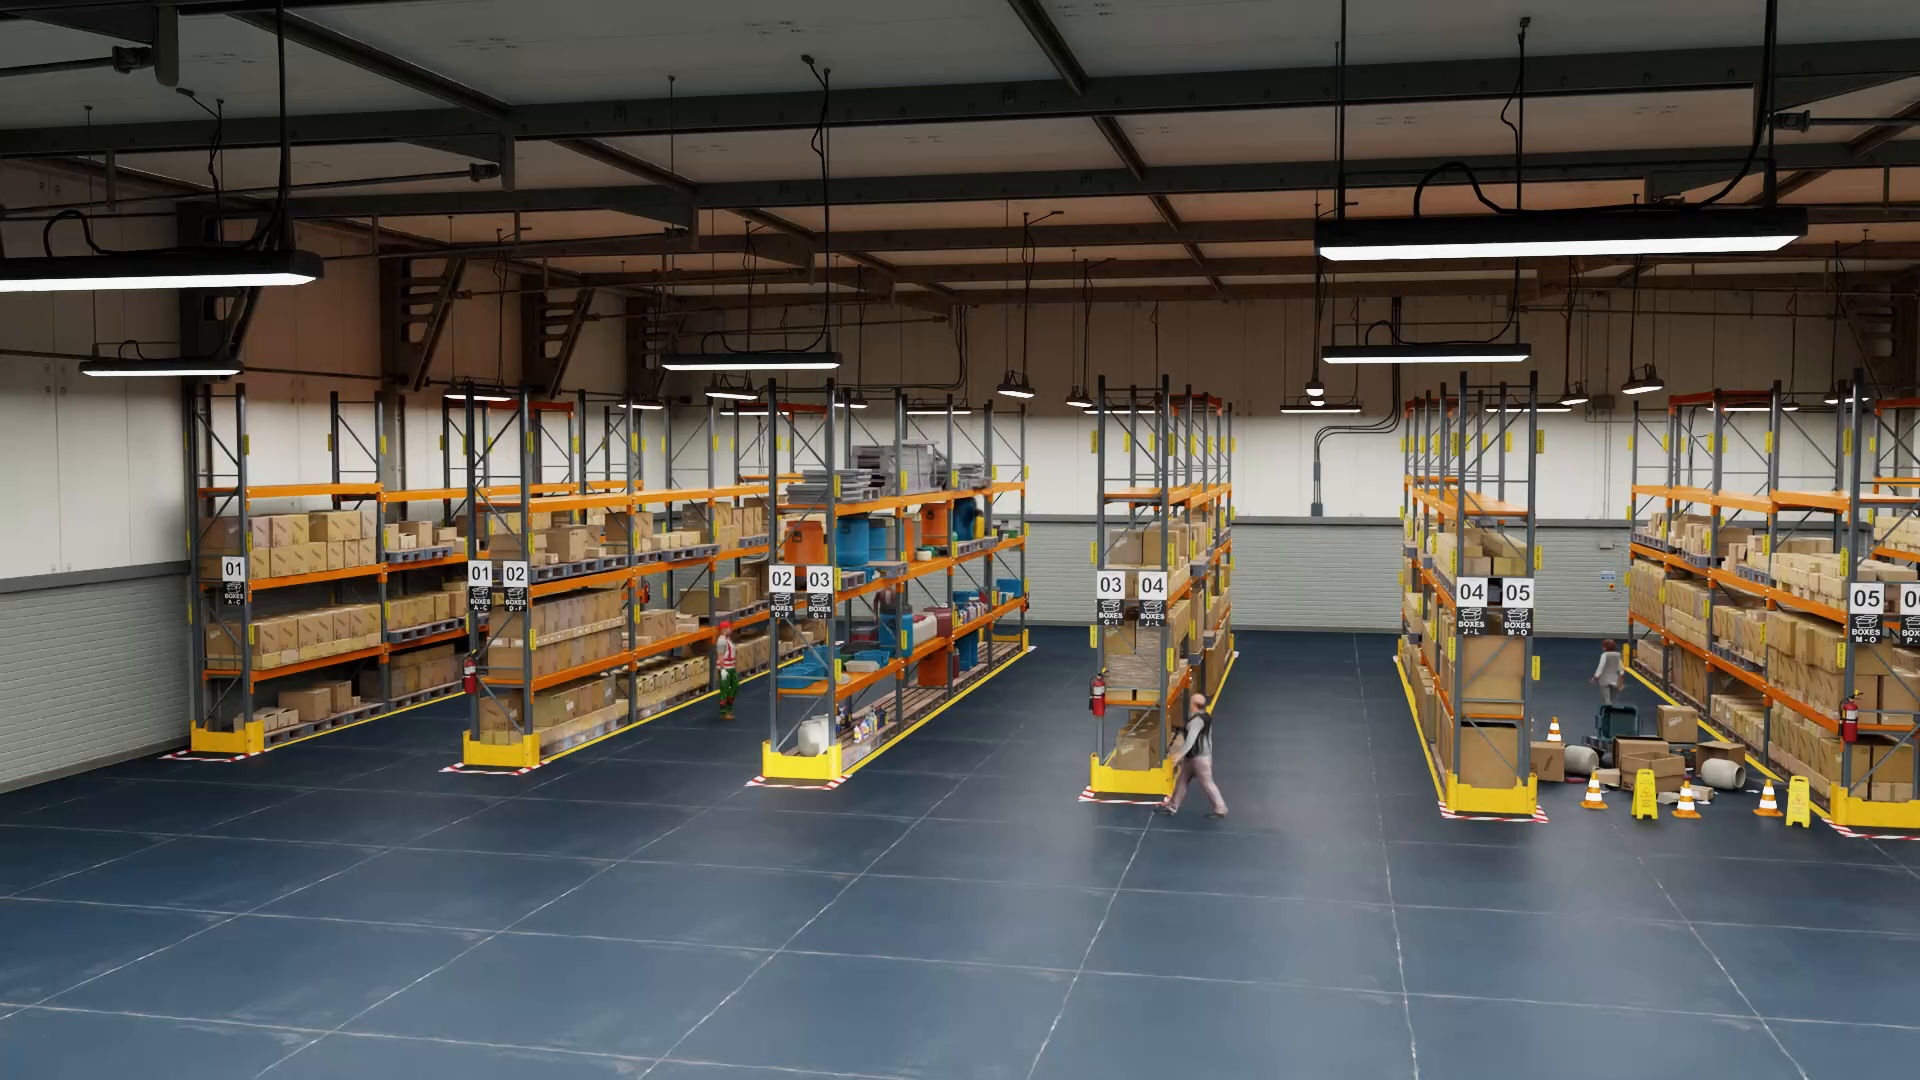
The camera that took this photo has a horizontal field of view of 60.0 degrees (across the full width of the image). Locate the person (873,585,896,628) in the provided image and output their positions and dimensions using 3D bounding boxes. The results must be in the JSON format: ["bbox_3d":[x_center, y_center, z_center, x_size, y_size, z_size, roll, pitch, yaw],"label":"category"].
[{"bbox_3d":[-1.677,1.848,38.426,0.730,1.531,0.936,1,3,14],"label":"person"}]

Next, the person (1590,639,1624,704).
[{"bbox_3d":[11.449,2.519,29.401,0.540,1.562,0.876,0,3,8],"label":"person"}]

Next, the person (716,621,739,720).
[{"bbox_3d":[-4.260,2.399,30.413,0.389,1.857,0.619,1,3,14],"label":"person"}]

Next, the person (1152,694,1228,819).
[{"bbox_3d":[3.074,2.875,22.111,0.979,1.672,0.519,0,3,0],"label":"person"}]
